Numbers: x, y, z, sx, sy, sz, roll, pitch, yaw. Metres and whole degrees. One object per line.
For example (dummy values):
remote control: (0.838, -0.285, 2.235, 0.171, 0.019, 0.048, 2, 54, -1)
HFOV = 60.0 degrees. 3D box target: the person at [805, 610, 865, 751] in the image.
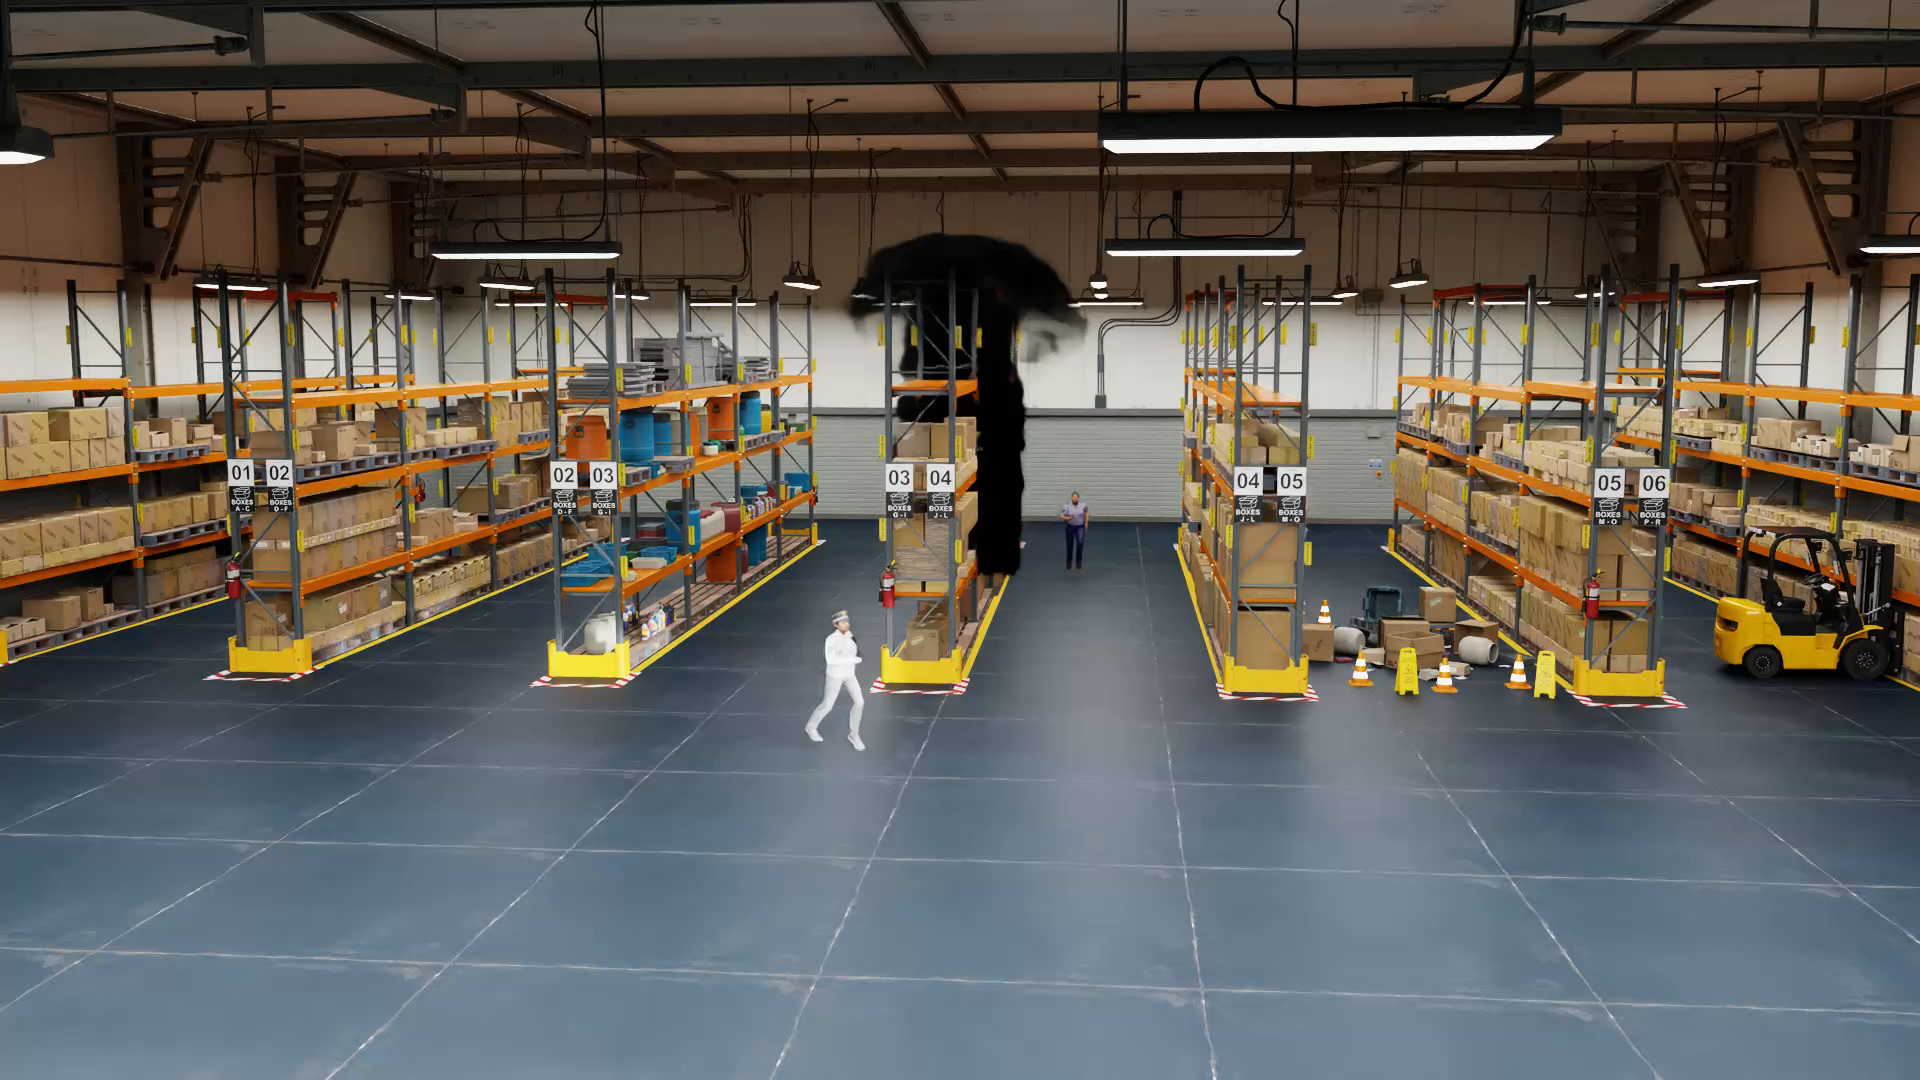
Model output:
person: (-1.490, 1.699, 20.385, 0.879, 1.740, 0.622, 6, 9, 41)

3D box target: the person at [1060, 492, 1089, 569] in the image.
person: (2.382, -0.184, 34.636, 0.632, 1.660, 0.903, 0, 7, -2)
